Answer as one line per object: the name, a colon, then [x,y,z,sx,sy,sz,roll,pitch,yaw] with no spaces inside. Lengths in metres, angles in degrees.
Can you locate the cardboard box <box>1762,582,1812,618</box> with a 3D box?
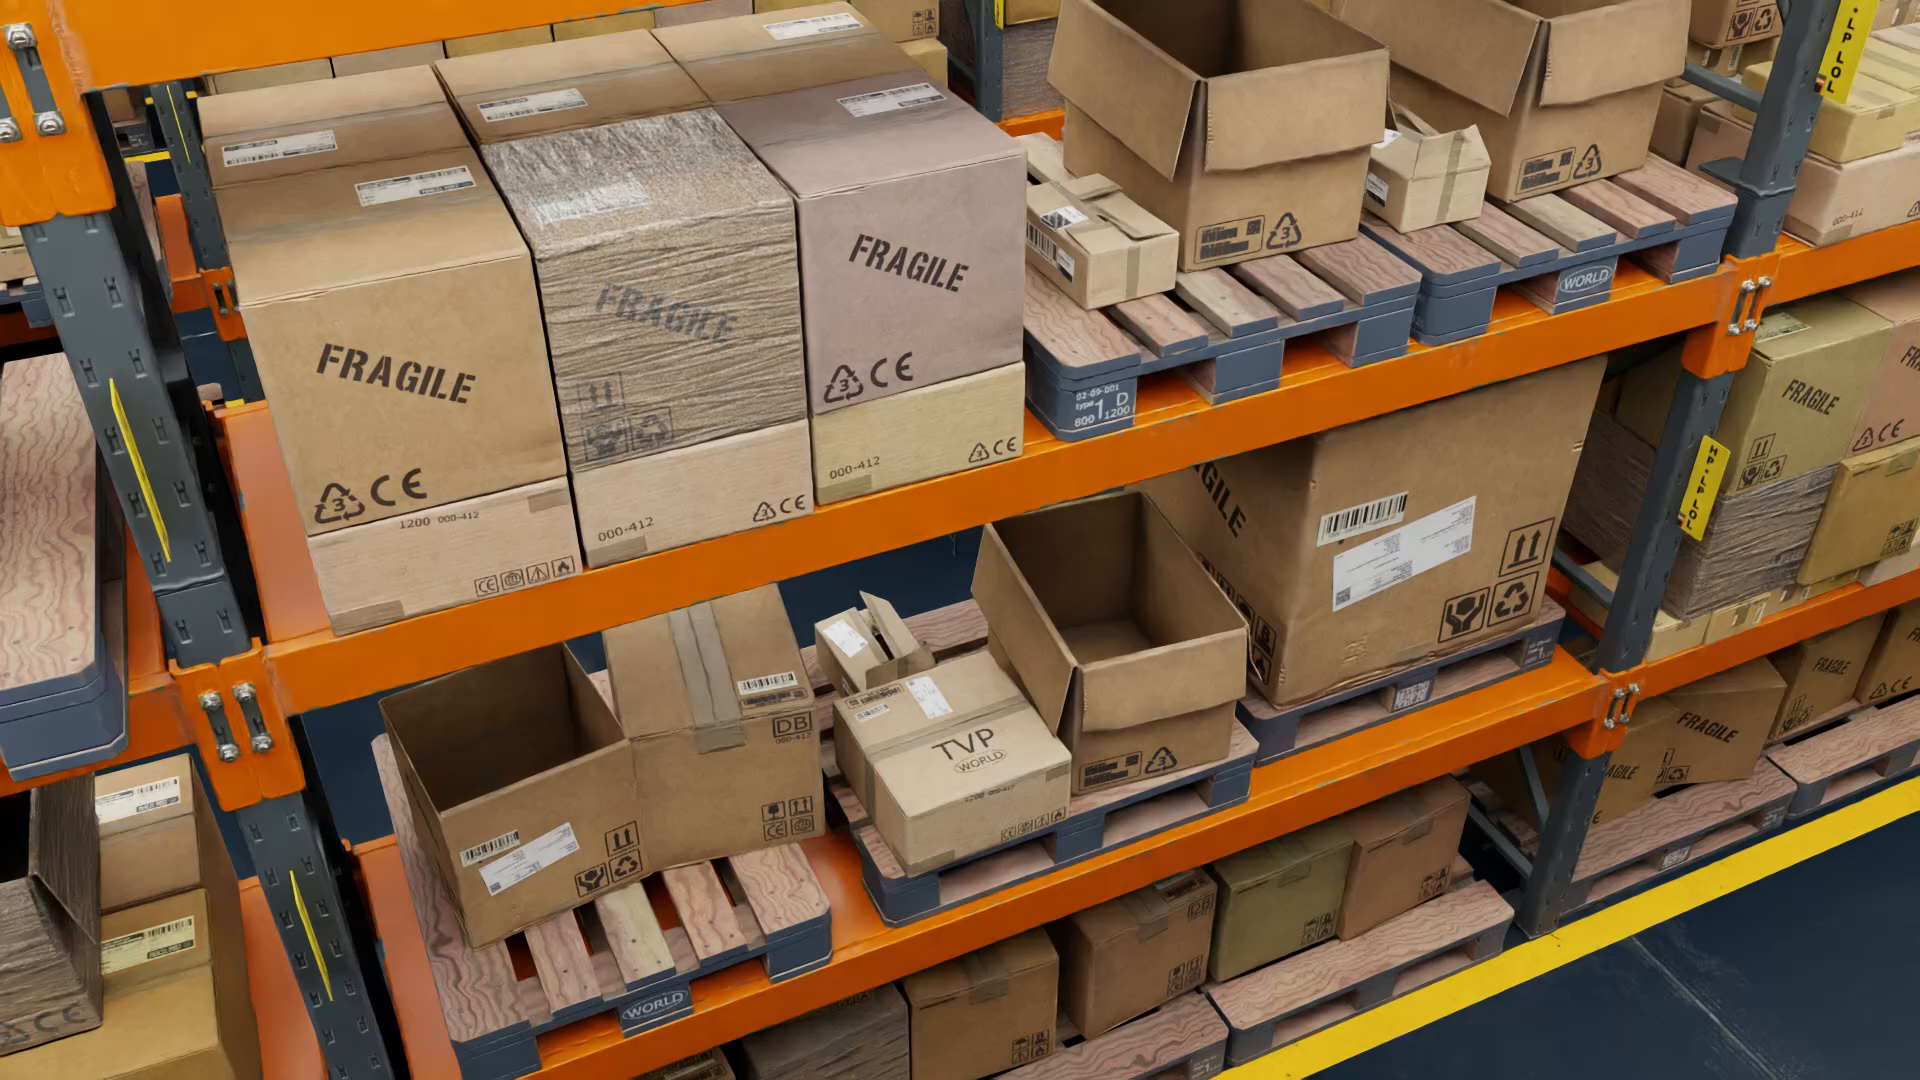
cardboard box: [2.747,0.088,5.825,0.250,0.149,0.380,-16,39,-20]

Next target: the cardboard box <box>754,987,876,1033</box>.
cardboard box: [-0.573,1.227,5.178,0.500,0.250,0.500,-11,38,-15]

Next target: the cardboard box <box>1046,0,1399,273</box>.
cardboard box: [0.658,-1.097,4.254,0.637,0.503,0.797,-14,39,-18]

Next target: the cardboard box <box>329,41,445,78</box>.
cardboard box: [-2.791,-2.353,7.981,0.500,0.500,0.700,-16,40,-21]

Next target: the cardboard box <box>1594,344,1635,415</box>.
cardboard box: [2.269,-0.810,5.651,0.500,0.500,0.500,-16,39,-20]

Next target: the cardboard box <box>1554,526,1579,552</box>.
cardboard box: [2.048,-0.099,6.076,0.250,0.149,0.380,-16,39,-20]

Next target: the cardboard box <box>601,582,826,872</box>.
cardboard box: [-0.708,0.464,4.671,0.500,0.500,0.700,-10,38,-13]

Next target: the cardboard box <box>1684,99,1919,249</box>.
cardboard box: [2.495,-1.107,4.832,0.500,0.250,0.500,-17,40,-22]

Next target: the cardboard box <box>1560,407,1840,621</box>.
cardboard box: [2.412,-0.227,5.704,0.500,0.500,0.875,-16,39,-20]

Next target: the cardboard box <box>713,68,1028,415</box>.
cardboard box: [-0.195,-0.657,3.597,0.500,0.500,0.500,-17,40,-21]

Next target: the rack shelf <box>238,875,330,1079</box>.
rack shelf: [-3.453,1.821,3.881,4.000,0.370,1.077,-16,39,-20]

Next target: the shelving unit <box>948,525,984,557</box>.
shelving unit: [0.013,-0.486,7.898,0.189,1.200,0.258,-16,39,-20]

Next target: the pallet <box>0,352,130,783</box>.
pallet: [-2.203,0.089,3.253,1.003,0.211,1.213,-14,39,-18]

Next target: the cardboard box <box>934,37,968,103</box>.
cardboard box: [0.031,-3.344,12.222,0.503,0.637,0.797,-16,39,-20]

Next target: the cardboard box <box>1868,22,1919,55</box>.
cardboard box: [2.871,-1.369,4.851,0.250,0.149,0.380,-15,39,-20]

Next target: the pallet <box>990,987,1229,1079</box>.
pallet: [0.168,1.642,5.858,1.213,0.211,1.003,-16,39,-20]

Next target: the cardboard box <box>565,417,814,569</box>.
cardboard box: [-0.644,-0.230,3.650,0.500,0.250,0.500,-15,39,-19]

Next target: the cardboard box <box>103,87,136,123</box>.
cardboard box: [-6.514,-3.504,11.887,0.875,0.875,0.875,-16,39,-20]

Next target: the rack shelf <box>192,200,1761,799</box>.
rack shelf: [0.168,-0.396,4.352,4.000,0.370,1.077,-16,39,-20]

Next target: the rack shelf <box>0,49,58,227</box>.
rack shelf: [-3.453,-0.428,2.213,4.000,0.370,1.077,-16,39,-20]

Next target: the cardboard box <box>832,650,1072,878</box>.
cardboard box: [-0.028,0.617,4.673,0.500,0.250,0.500,-17,40,-21]

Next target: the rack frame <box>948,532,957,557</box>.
rack frame: [-0.070,-0.462,7.866,0.006,1.200,0.240,-16,39,-20]

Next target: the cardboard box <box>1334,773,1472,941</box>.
cardboard box: [1.413,0.985,6.134,0.500,0.500,0.700,-19,40,-23]

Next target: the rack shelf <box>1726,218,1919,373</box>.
rack shelf: [3.789,-1.409,5.717,4.000,0.370,1.077,-16,39,-20]

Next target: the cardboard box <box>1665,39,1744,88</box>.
cardboard box: [2.150,-1.529,5.067,0.250,0.149,0.380,-14,39,-19]

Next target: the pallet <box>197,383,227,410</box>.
pallet: [-4.367,-0.357,8.555,1.213,0.211,1.003,-16,39,-20]

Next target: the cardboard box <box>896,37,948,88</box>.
cardboard box: [-0.396,-2.451,8.952,0.500,0.500,0.500,-16,39,-20]

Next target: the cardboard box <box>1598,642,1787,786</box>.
cardboard box: [2.873,0.620,6.642,0.500,0.500,0.500,-4,37,-5]

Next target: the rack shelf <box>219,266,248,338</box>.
rack shelf: [-1.848,-1.892,8.886,4.000,0.370,1.077,-16,39,-20]

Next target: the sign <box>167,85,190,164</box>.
sign: [-3.419,-1.817,7.277,0.005,0.325,0.100,-16,39,-20]

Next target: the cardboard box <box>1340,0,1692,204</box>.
cardboard box: [1.511,-1.336,4.576,0.637,0.503,0.797,-18,40,-22]

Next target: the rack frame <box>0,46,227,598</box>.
rack frame: [-1.643,-1.384,2.562,0.127,3.000,1.000,-16,39,-20]

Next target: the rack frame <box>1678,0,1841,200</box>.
rack frame: [1.978,-2.396,3.927,0.127,3.000,1.000,-16,39,-20]

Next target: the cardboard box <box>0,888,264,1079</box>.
cardboard box: [-1.984,1.244,3.970,0.500,0.500,0.500,-14,39,-19]

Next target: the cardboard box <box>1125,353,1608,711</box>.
cardboard box: [1.200,-0.271,5.241,1.000,1.000,1.000,-15,39,-20]

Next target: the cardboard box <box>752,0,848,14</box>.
cardboard box: [-0.949,-2.869,8.676,0.500,0.500,0.700,-16,40,-21]

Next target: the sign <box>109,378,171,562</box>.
sign: [-1.414,-0.117,2.871,0.005,0.325,0.100,-16,39,-20]

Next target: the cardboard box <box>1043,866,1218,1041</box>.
cardboard box: [0.467,1.237,5.793,0.500,0.500,0.700,-19,41,-24]

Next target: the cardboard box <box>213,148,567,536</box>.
cardboard box: [-1.108,-0.400,3.250,0.500,0.500,0.500,-15,39,-20]

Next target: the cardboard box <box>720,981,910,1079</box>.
cardboard box: [-0.548,1.526,5.404,0.500,0.500,0.700,-19,41,-24]

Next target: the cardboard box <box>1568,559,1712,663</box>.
cardboard box: [2.301,0.222,5.643,0.250,0.149,0.380,-16,39,-20]

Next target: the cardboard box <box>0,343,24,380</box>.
cardboard box: [-4.619,-0.692,7.781,0.500,0.250,0.500,-15,39,-19]

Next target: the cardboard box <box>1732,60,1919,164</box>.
cardboard box: [2.404,-1.207,4.633,0.250,0.149,0.380,-17,40,-21]

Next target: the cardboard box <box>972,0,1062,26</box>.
cardboard box: [0.311,-3.256,9.089,0.550,0.550,0.875,-16,39,-20]

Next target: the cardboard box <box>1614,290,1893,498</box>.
cardboard box: [2.494,-0.525,5.266,0.500,0.500,0.500,-16,39,-20]

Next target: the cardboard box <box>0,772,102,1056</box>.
cardboard box: [-2.311,0.759,3.782,0.637,0.503,0.797,-14,39,-18]

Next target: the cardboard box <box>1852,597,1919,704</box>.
cardboard box: [3.926,0.303,7.069,0.500,0.500,0.500,-12,38,-16]

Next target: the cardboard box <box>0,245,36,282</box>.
cardboard box: [-4.135,-1.308,7.353,0.250,0.149,0.380,-16,39,-20]

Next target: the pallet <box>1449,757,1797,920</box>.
pallet: [2.571,0.944,6.799,1.213,0.211,1.003,-16,39,-20]

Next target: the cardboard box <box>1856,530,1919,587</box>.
cardboard box: [3.213,-0.022,5.972,0.250,0.149,0.380,-16,39,-20]

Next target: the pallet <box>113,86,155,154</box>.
pallet: [-6.599,-3.039,12.171,1.213,0.211,1.003,-16,39,-20]

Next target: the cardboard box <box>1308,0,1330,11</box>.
cardboard box: [1.756,-3.260,10.001,0.500,0.550,0.875,-16,39,-20]

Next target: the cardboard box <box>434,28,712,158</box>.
cardboard box: [-0.857,-0.811,3.804,0.500,0.500,0.500,-16,39,-20]

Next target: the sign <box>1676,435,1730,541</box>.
sign: [2.217,-0.153,4.967,0.005,0.325,0.100,-16,39,-20]

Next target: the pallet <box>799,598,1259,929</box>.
pallet: [0.132,0.580,5.111,1.213,0.211,1.003,-16,39,-20]

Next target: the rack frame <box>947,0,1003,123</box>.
rack frame: [-0.038,-2.687,9.355,0.127,3.000,1.000,-16,39,-20]

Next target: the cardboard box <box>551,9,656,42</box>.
cardboard box: [-1.865,-2.614,8.333,0.500,0.500,0.700,-16,39,-20]

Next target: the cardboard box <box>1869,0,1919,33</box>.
cardboard box: [2.860,-1.742,5.353,0.250,0.149,0.380,-17,40,-21]

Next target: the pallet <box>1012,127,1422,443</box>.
pallet: [0.437,-0.753,4.387,1.003,0.211,1.213,-16,39,-20]
